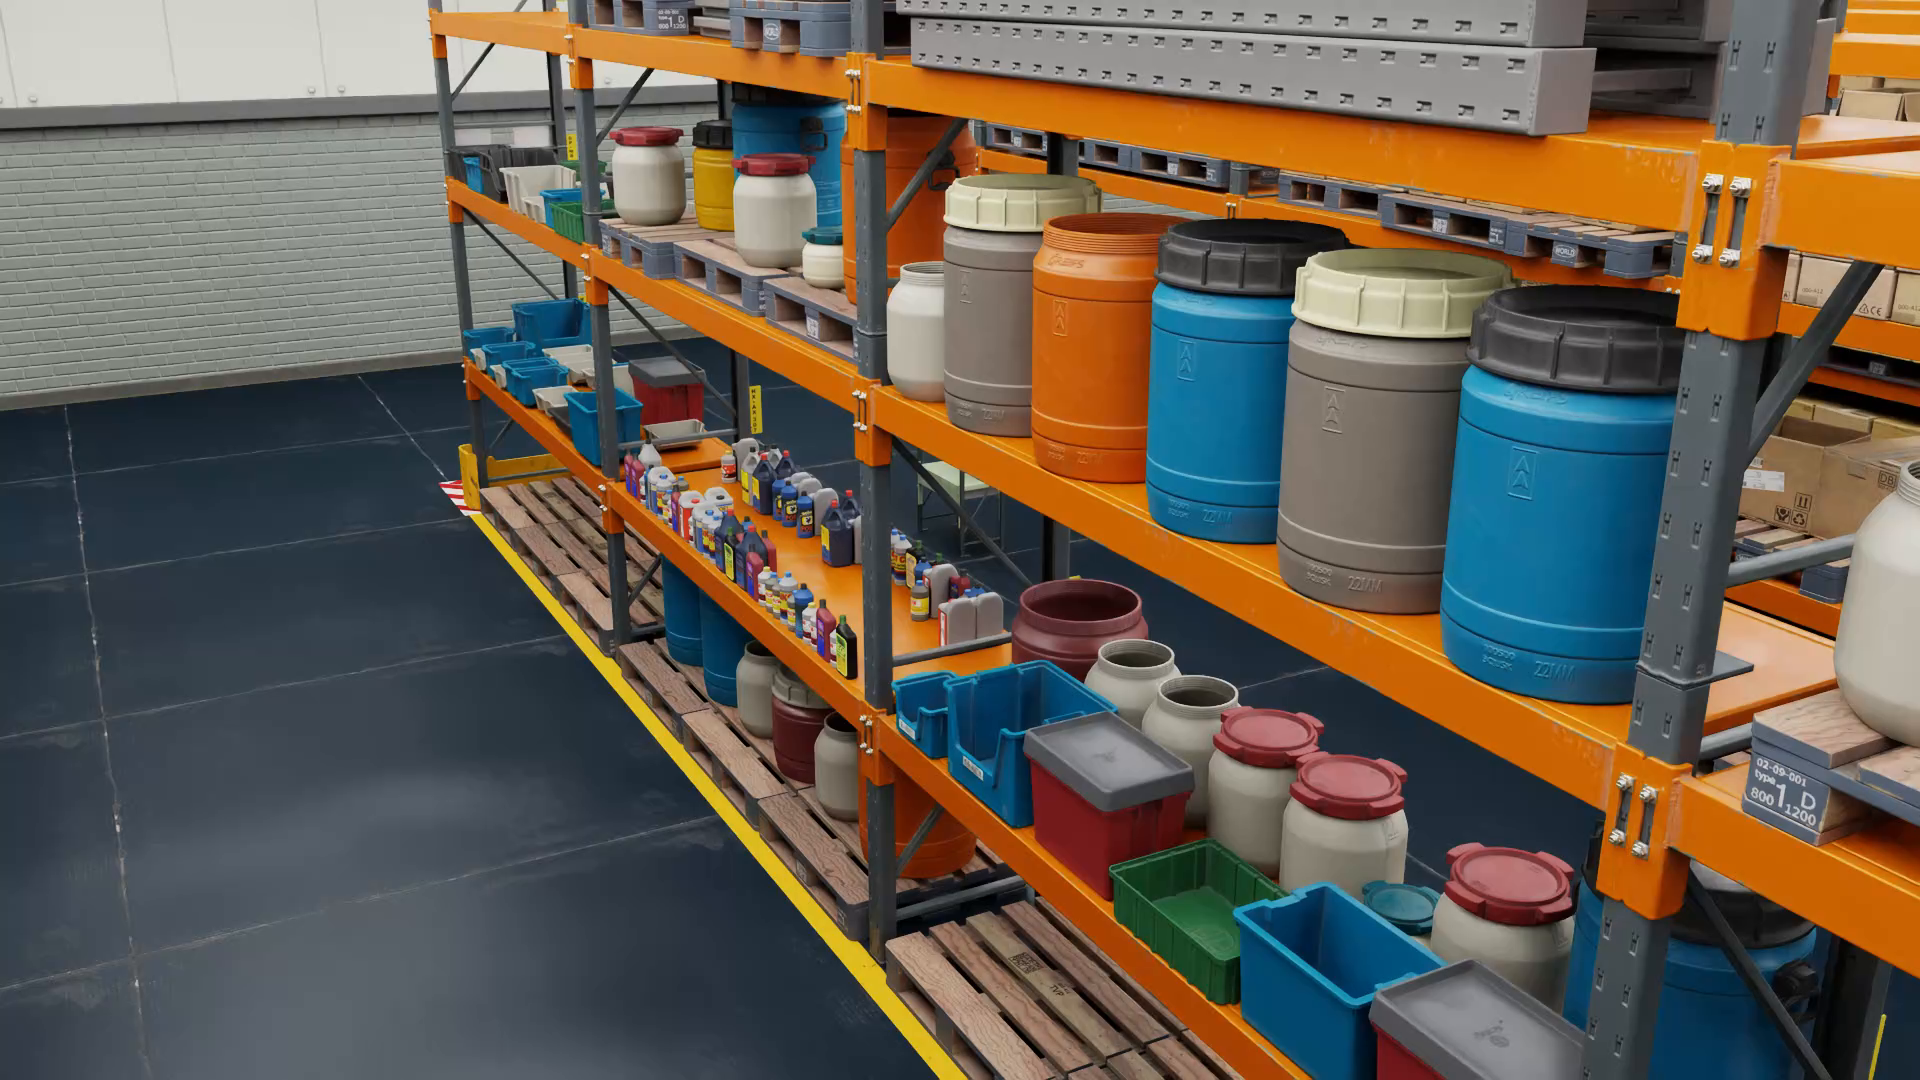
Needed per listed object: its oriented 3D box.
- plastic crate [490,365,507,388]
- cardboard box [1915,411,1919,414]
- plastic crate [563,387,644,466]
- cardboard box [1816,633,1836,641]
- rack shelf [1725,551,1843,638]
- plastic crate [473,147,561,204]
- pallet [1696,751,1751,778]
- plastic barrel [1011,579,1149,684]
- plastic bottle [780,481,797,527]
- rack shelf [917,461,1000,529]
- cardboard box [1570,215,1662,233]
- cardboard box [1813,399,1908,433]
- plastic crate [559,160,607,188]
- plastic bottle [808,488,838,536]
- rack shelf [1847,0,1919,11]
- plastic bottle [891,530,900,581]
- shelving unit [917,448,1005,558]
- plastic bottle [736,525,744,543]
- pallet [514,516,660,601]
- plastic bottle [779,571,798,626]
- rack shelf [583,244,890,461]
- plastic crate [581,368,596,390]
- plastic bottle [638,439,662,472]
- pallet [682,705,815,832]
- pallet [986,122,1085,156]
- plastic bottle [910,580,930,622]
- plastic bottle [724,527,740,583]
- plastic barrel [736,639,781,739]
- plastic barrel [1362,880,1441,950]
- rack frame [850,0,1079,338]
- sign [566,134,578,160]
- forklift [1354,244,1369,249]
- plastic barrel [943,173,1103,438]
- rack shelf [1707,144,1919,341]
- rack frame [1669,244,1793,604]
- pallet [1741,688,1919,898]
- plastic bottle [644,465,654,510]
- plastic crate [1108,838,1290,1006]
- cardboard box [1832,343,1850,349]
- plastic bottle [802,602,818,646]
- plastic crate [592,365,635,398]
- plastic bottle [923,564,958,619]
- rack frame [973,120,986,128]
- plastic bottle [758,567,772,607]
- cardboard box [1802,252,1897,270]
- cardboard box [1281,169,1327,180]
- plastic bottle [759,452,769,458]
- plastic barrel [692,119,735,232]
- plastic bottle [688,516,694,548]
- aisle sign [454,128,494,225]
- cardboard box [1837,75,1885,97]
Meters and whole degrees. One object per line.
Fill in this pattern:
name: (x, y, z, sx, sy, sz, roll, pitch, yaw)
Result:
plastic crate: (-3.532, -1.286, 13.072, 0.250, 0.136, 0.298, -10, 21, -27)
cardboard box: (8.231, -0.910, 13.709, 0.500, 0.250, 0.500, -10, 21, -26)
plastic crate: (-2.383, -0.757, 11.160, 0.392, 0.384, 0.575, -10, 21, -27)
cardboard box: (5.002, 0.683, 9.061, 0.500, 0.250, 0.500, -7, 20, -21)
rack shelf: (5.347, 0.640, 8.281, 1.077, 0.370, 4.000, -10, 21, -27)
plastic crate: (-3.277, -2.711, 12.386, 0.504, 0.338, 0.767, -10, 21, -27)
pallet: (4.767, 1.268, 9.632, 1.003, 0.211, 1.213, -10, 21, -27)
plastic barrel: (0.525, 0.515, 7.332, 0.600, 0.536, 0.708, -10, 21, -27)
plastic bottle: (-1.014, -0.219, 9.864, 0.097, 0.271, 0.097, 0, 19, 0)
rack shelf: (0.003, -0.399, 13.488, 0.431, 0.370, 0.720, -10, 21, -27)
cardboard box: (4.044, -2.104, 9.728, 0.797, 0.503, 0.637, -9, 21, -23)
cardboard box: (7.522, -0.981, 13.913, 0.500, 0.250, 0.500, -9, 21, -25)
plastic crate: (-3.041, -2.883, 13.113, 0.450, 0.188, 0.336, -10, 21, -27)
plastic bottle: (-0.803, -0.179, 9.741, 0.152, 0.276, 0.135, -10, 21, -27)
rack shelf: (10.269, -5.839, 18.472, 1.077, 0.370, 4.000, -10, 21, -27)
plastic bottle: (-0.353, 0.077, 9.008, 0.097, 0.271, 0.097, 0, 19, 0)
shelving unit: (0.003, -0.707, 13.381, 0.431, 1.500, 0.755, -10, 21, -27)
plastic bottle: (-1.170, 0.069, 9.012, 0.061, 0.283, 0.133, -10, 21, -27)
pallet: (-2.828, 0.107, 12.998, 1.003, 0.211, 1.213, -10, 21, -27)
plastic bottle: (-0.863, 0.290, 8.391, 0.097, 0.271, 0.097, 0, 19, 0)
rack shelf: (-0.912, -1.159, 8.896, 1.077, 0.370, 4.000, -10, 21, -27)
plastic crate: (-2.779, -1.258, 12.990, 0.298, 0.136, 0.250, -10, 21, -27)
plastic bottle: (-1.960, -0.469, 10.468, 0.144, 0.351, 0.185, -10, 21, -27)
pallet: (-0.948, 1.241, 9.710, 1.003, 0.211, 1.213, -10, 21, -27)
pallet: (0.960, -3.736, 15.396, 1.003, 0.211, 1.213, -10, 21, -27)
plastic bottle: (-0.204, 0.304, 8.455, 0.097, 0.201, 0.097, 0, 19, 0)
plastic bottle: (-1.223, 0.078, 8.984, 0.061, 0.283, 0.133, -10, 21, -27)
plastic barrel: (-1.092, 0.860, 9.710, 0.421, 0.512, 0.421, 0, 19, 0)
plastic barrel: (1.444, 1.303, 5.469, 0.301, 0.262, 0.301, 0, 19, 0)
rack frame: (0.038, -2.343, 6.626, 1.000, 3.000, 0.127, -10, 21, -27)
sign: (-3.284, -3.262, 14.048, 0.100, 0.325, 0.005, -10, 21, -27)
forklift: (4.167, -2.437, 16.200, 3.031, 2.935, 1.130, -4, 19, -11)
plastic barrel: (0.237, -0.893, 6.253, 0.600, 0.901, 0.600, 0, 19, 0)
rack shelf: (2.887, -0.092, 1.817, 1.077, 0.370, 4.000, -10, 21, -27)
rack frame: (4.397, -0.274, 9.828, 1.000, 3.000, 0.127, -10, 21, -27)
pallet: (2.366, 0.504, 3.262, 1.213, 0.211, 1.003, -10, 21, -27)
plastic bottle: (-1.882, -0.327, 10.177, 0.097, 0.271, 0.097, 0, 19, 0)
plastic crate: (0.862, 1.285, 5.634, 0.450, 0.188, 0.662, -10, 21, -27)
cardboard box: (7.318, -1.683, 13.652, 0.380, 0.149, 0.250, -10, 22, -28)
plastic bottle: (-0.724, 0.407, 8.159, 0.097, 0.201, 0.097, 0, 19, 0)
plastic crate: (-2.424, -1.095, 12.295, 0.437, 0.282, 0.530, -10, 21, -27)
plastic bottle: (-0.103, 0.244, 8.515, 0.152, 0.276, 0.135, -10, 21, -27)
rack frame: (0.598, -5.407, 15.505, 1.000, 3.000, 0.127, -10, 21, -27)
plastic bottle: (-1.001, 0.239, 8.645, 0.097, 0.201, 0.097, 0, 19, 0)
cardboard box: (4.631, -1.655, 8.311, 0.500, 0.500, 0.500, -10, 21, -26)
cardboard box: (2.782, -2.921, 12.103, 0.700, 0.500, 0.500, -9, 21, -25)
plastic bottle: (-1.216, -0.429, 10.466, 0.152, 0.276, 0.135, -10, 21, -27)
plastic barrel: (-1.249, -2.130, 9.676, 0.600, 0.588, 0.600, 0, 19, 0)
plastic bottle: (-1.506, -0.066, 9.530, 0.097, 0.201, 0.097, 0, 19, 0)
aisle sign: (-4.056, -3.007, 13.762, 0.394, 0.787, 0.004, -10, 21, -27)
cardboard box: (10.145, -5.215, 18.597, 0.500, 0.500, 0.500, -10, 21, -26)
